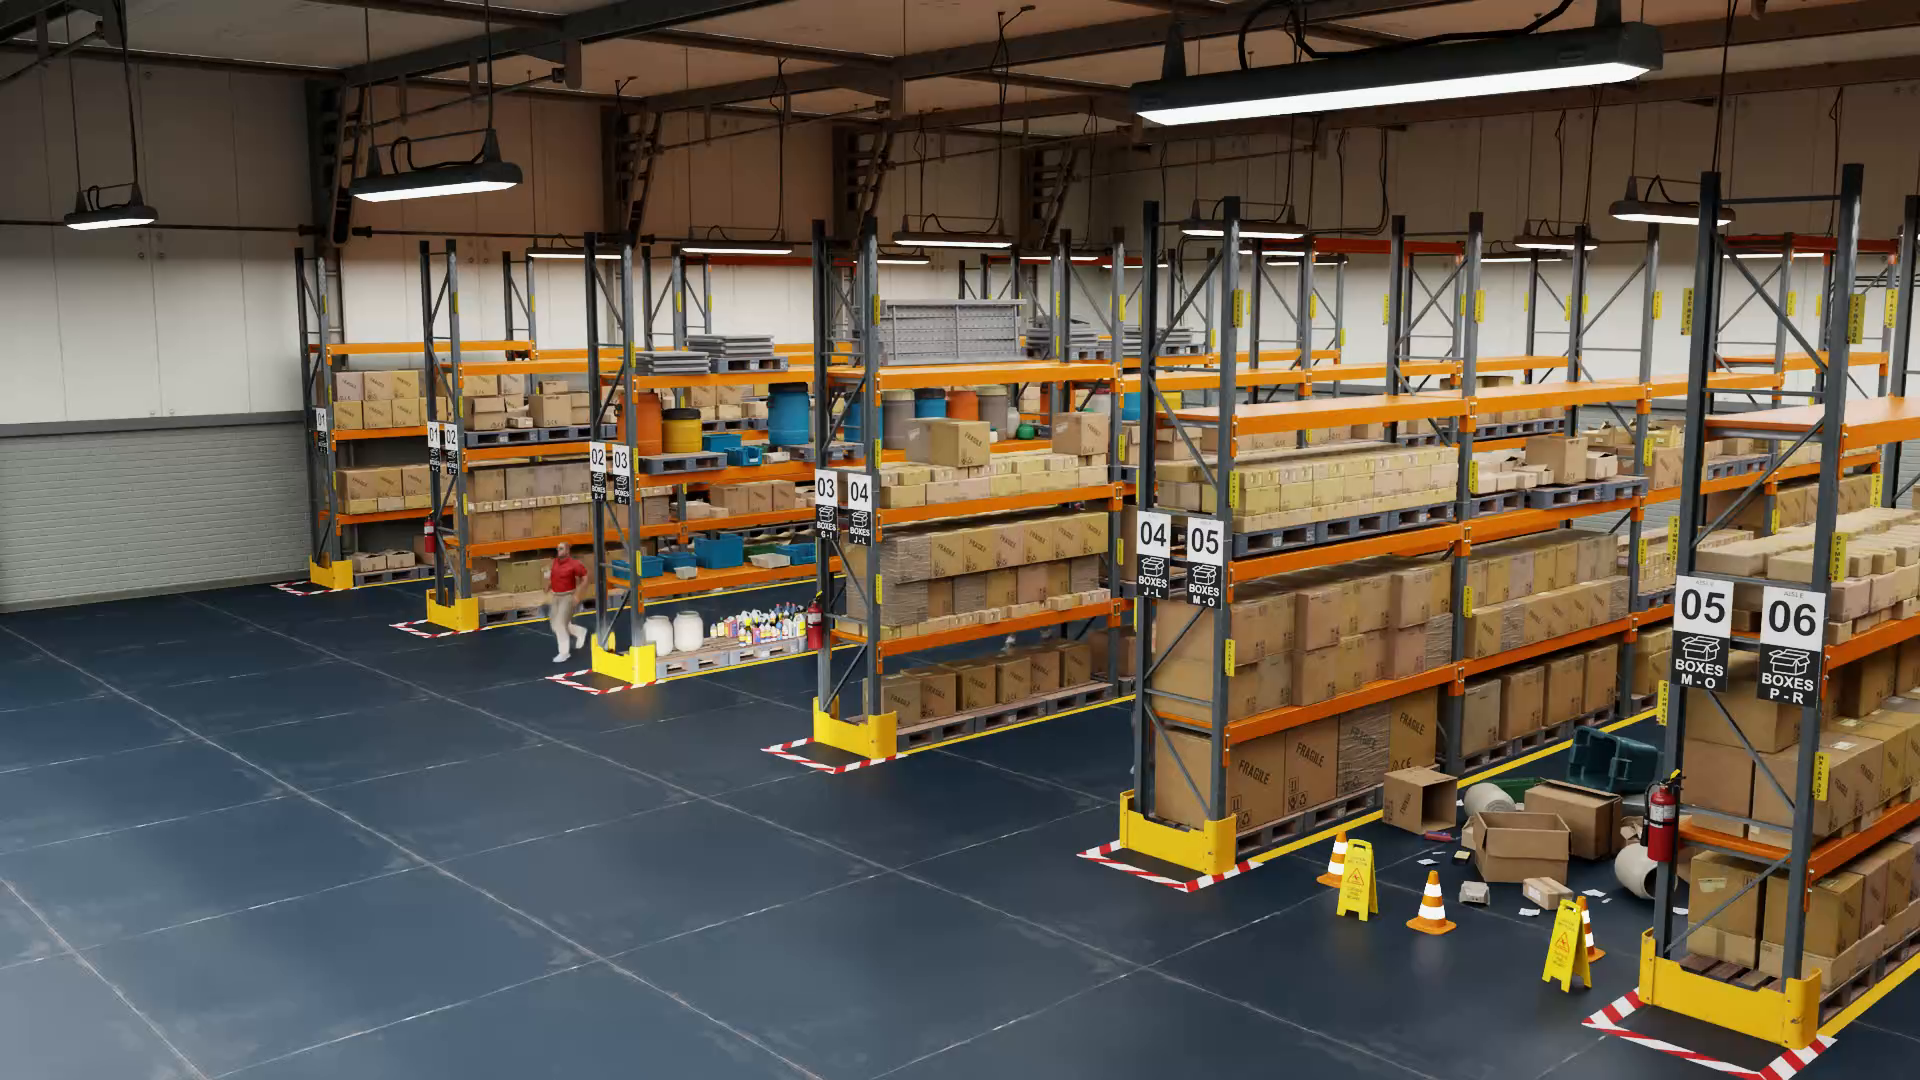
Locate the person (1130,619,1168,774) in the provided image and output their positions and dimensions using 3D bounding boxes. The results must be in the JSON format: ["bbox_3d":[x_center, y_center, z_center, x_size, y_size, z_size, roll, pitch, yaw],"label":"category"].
[{"bbox_3d":[2.141,1.685,18.263,0.588,1.667,0.835,7,11,40],"label":"person"}]

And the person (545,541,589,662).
[{"bbox_3d":[-5.621,0.861,23.830,0.700,1.710,0.683,7,11,39],"label":"person"}]

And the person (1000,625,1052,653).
[{"bbox_3d":[0.900,0.644,22.798,0.658,1.825,0.937,7,11,41],"label":"person"}]
